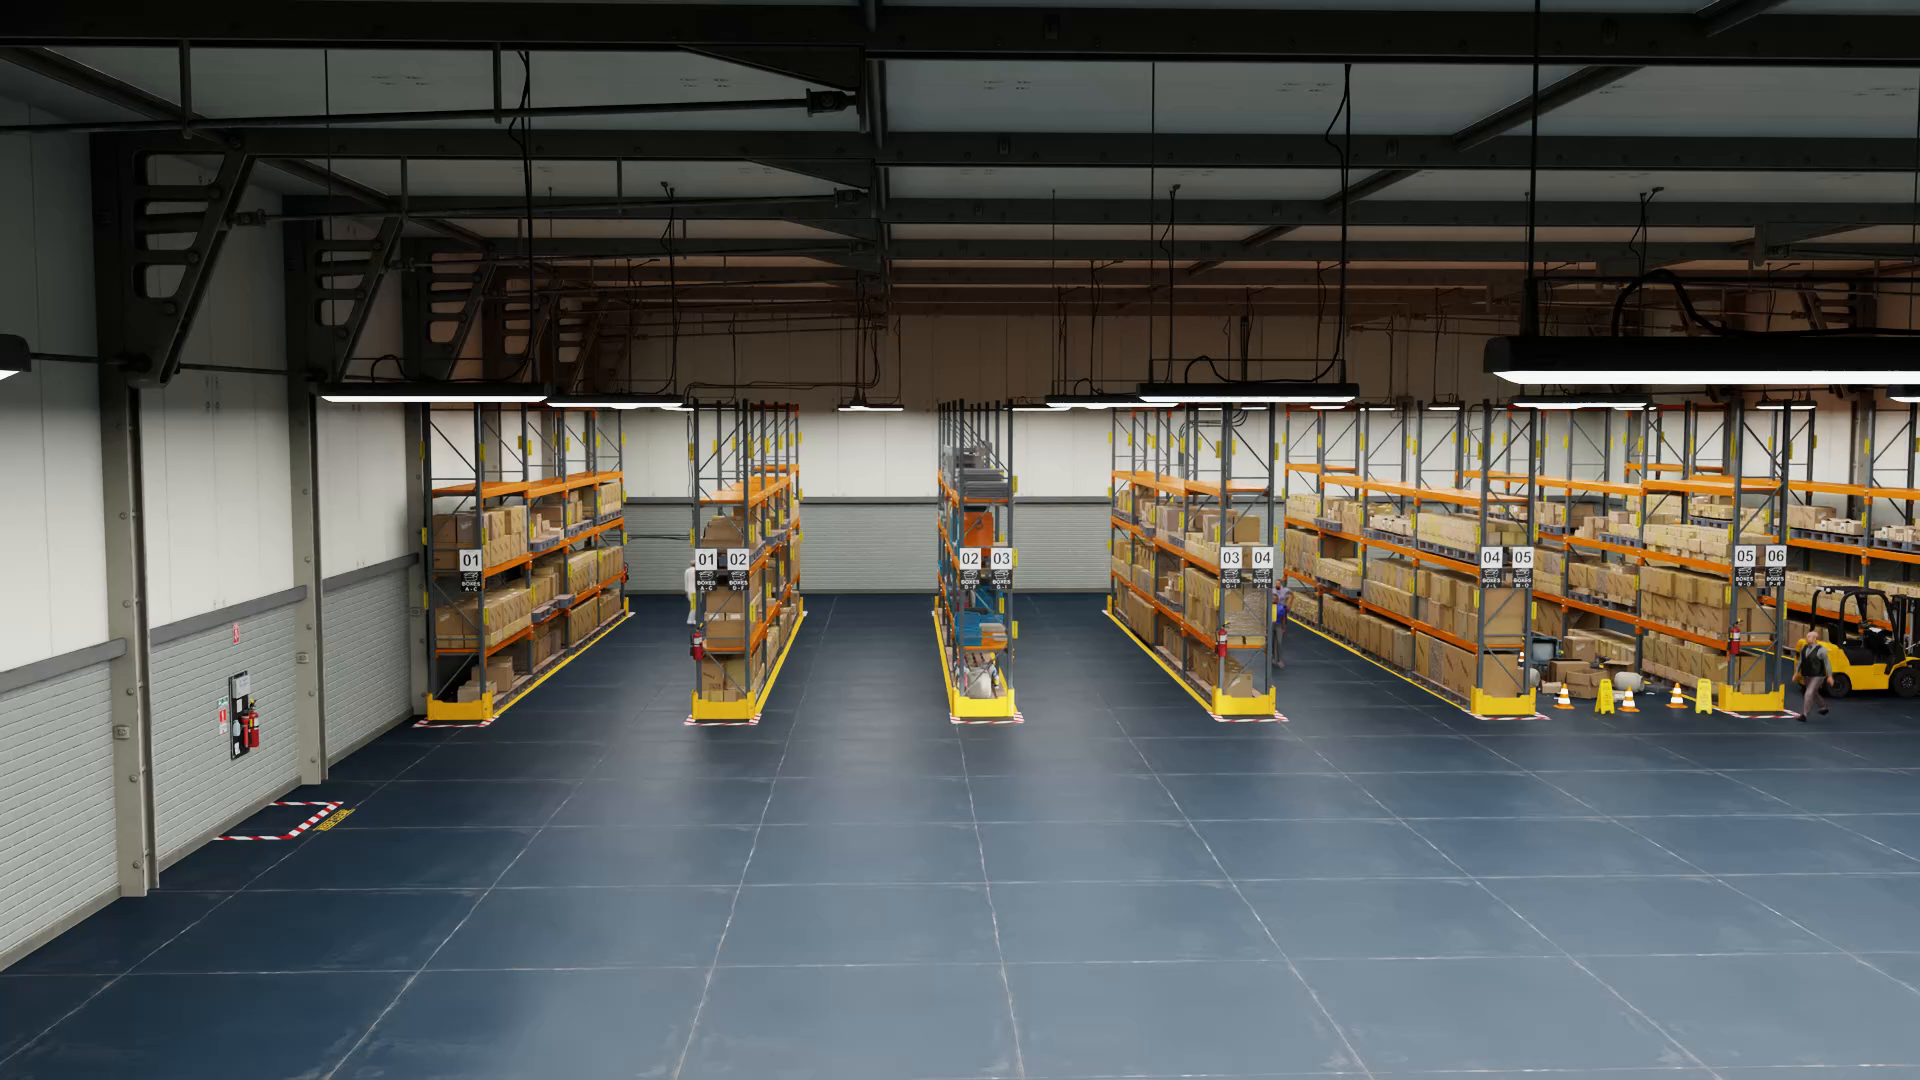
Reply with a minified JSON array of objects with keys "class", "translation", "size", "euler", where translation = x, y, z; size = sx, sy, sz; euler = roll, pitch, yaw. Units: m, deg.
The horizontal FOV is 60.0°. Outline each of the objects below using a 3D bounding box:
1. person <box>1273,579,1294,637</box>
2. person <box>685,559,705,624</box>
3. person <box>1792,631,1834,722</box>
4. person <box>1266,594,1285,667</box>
[{"class":"person","translation":[8.123,1.746,42.128],"size":[0.663,1.561,0.737],"euler":[1,4,9]},{"class":"person","translation":[-7.230,1.406,45.220],"size":[0.617,1.773,0.801],"euler":[3,6,38]},{"class":"person","translation":[15.912,2.536,31.006],"size":[1.091,1.670,0.624],"euler":[-2,5,-25]},{"class":"person","translation":[7.135,2.026,37.712],"size":[0.472,1.619,0.888],"euler":[1,4,13]}]
